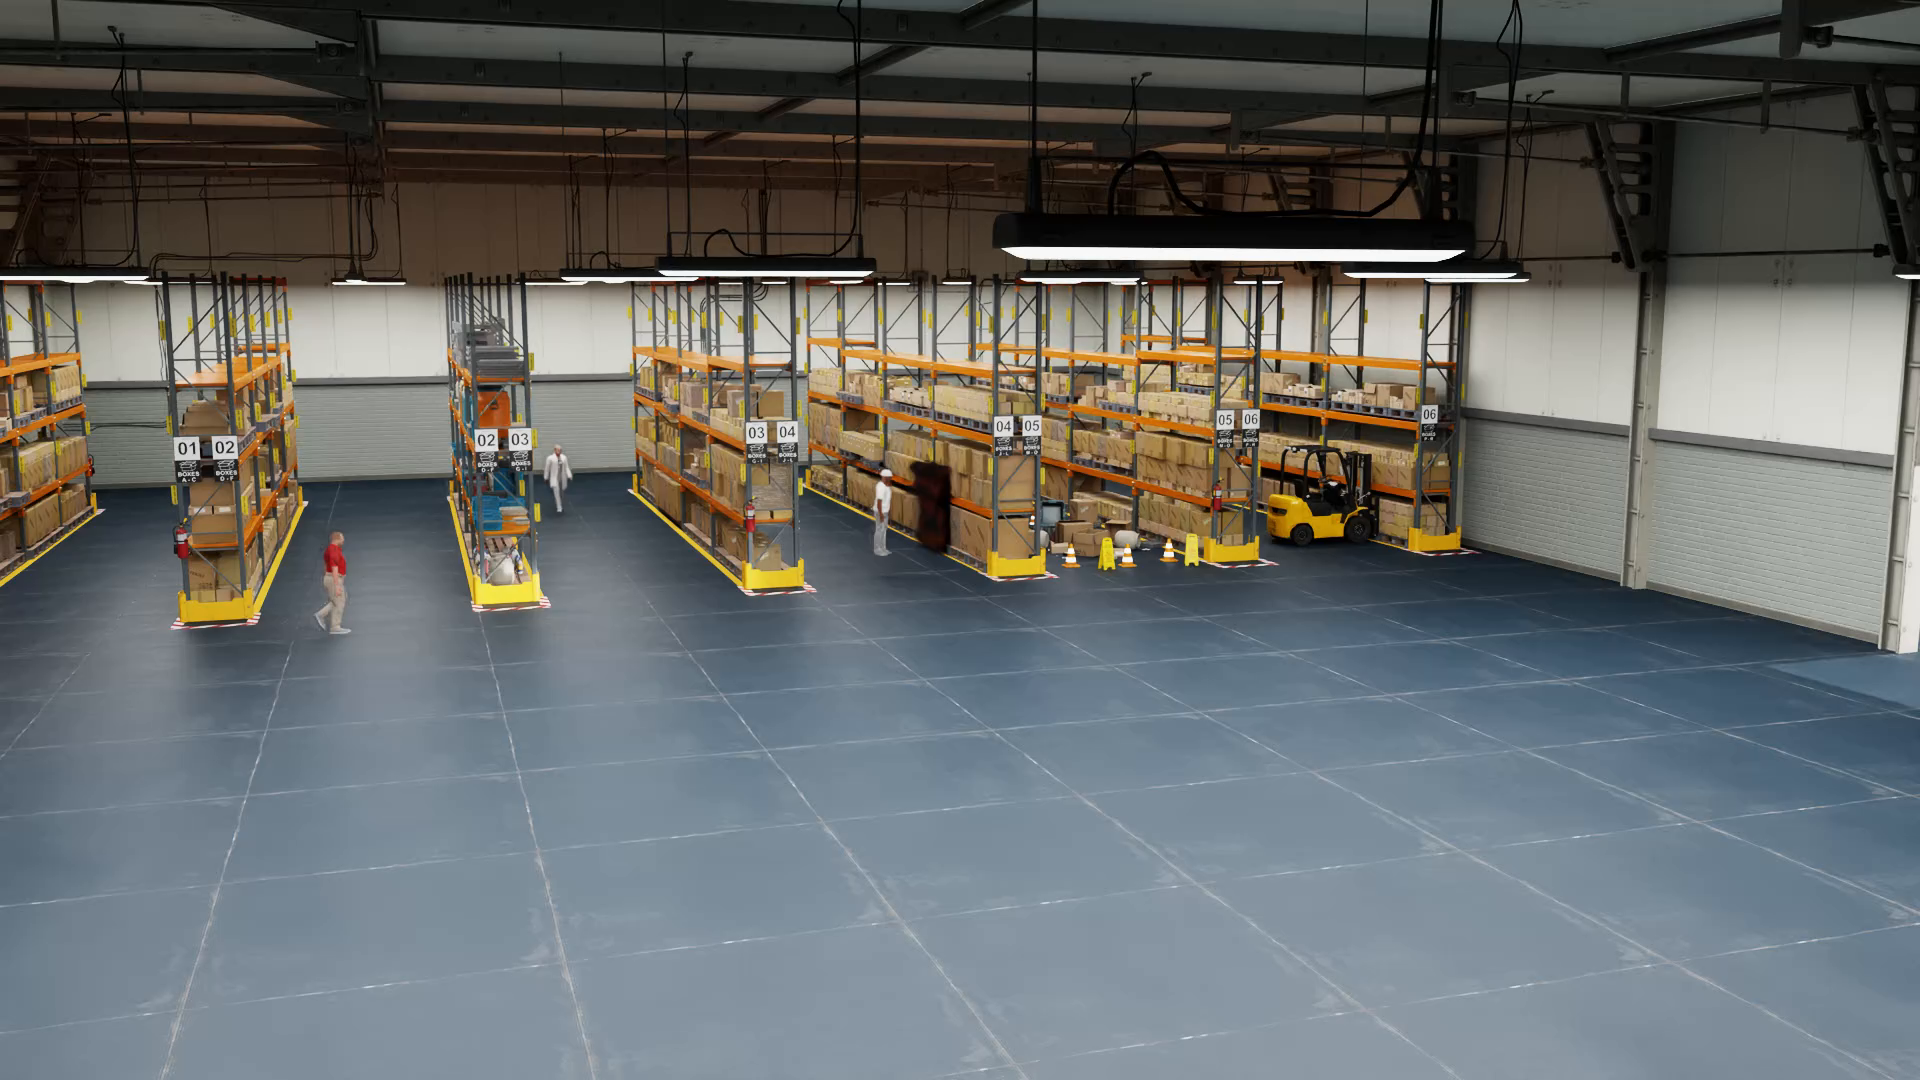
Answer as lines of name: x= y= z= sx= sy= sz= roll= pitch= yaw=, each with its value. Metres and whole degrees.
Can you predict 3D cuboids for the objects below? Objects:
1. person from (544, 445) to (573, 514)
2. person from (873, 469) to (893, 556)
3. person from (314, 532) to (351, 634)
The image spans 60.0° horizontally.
person: x=-10.297 y=-1.568 z=42.629 sx=0.703 sy=1.727 sz=1.128 roll=-4 pitch=10 yaw=-26
person: x=-1.563 y=-0.571 z=34.035 sx=0.446 sy=1.775 sz=0.602 roll=1 pitch=9 yaw=9
person: x=-10.443 y=0.716 z=27.573 sx=0.551 sy=1.704 sz=0.578 roll=-3 pitch=9 yaw=-22
